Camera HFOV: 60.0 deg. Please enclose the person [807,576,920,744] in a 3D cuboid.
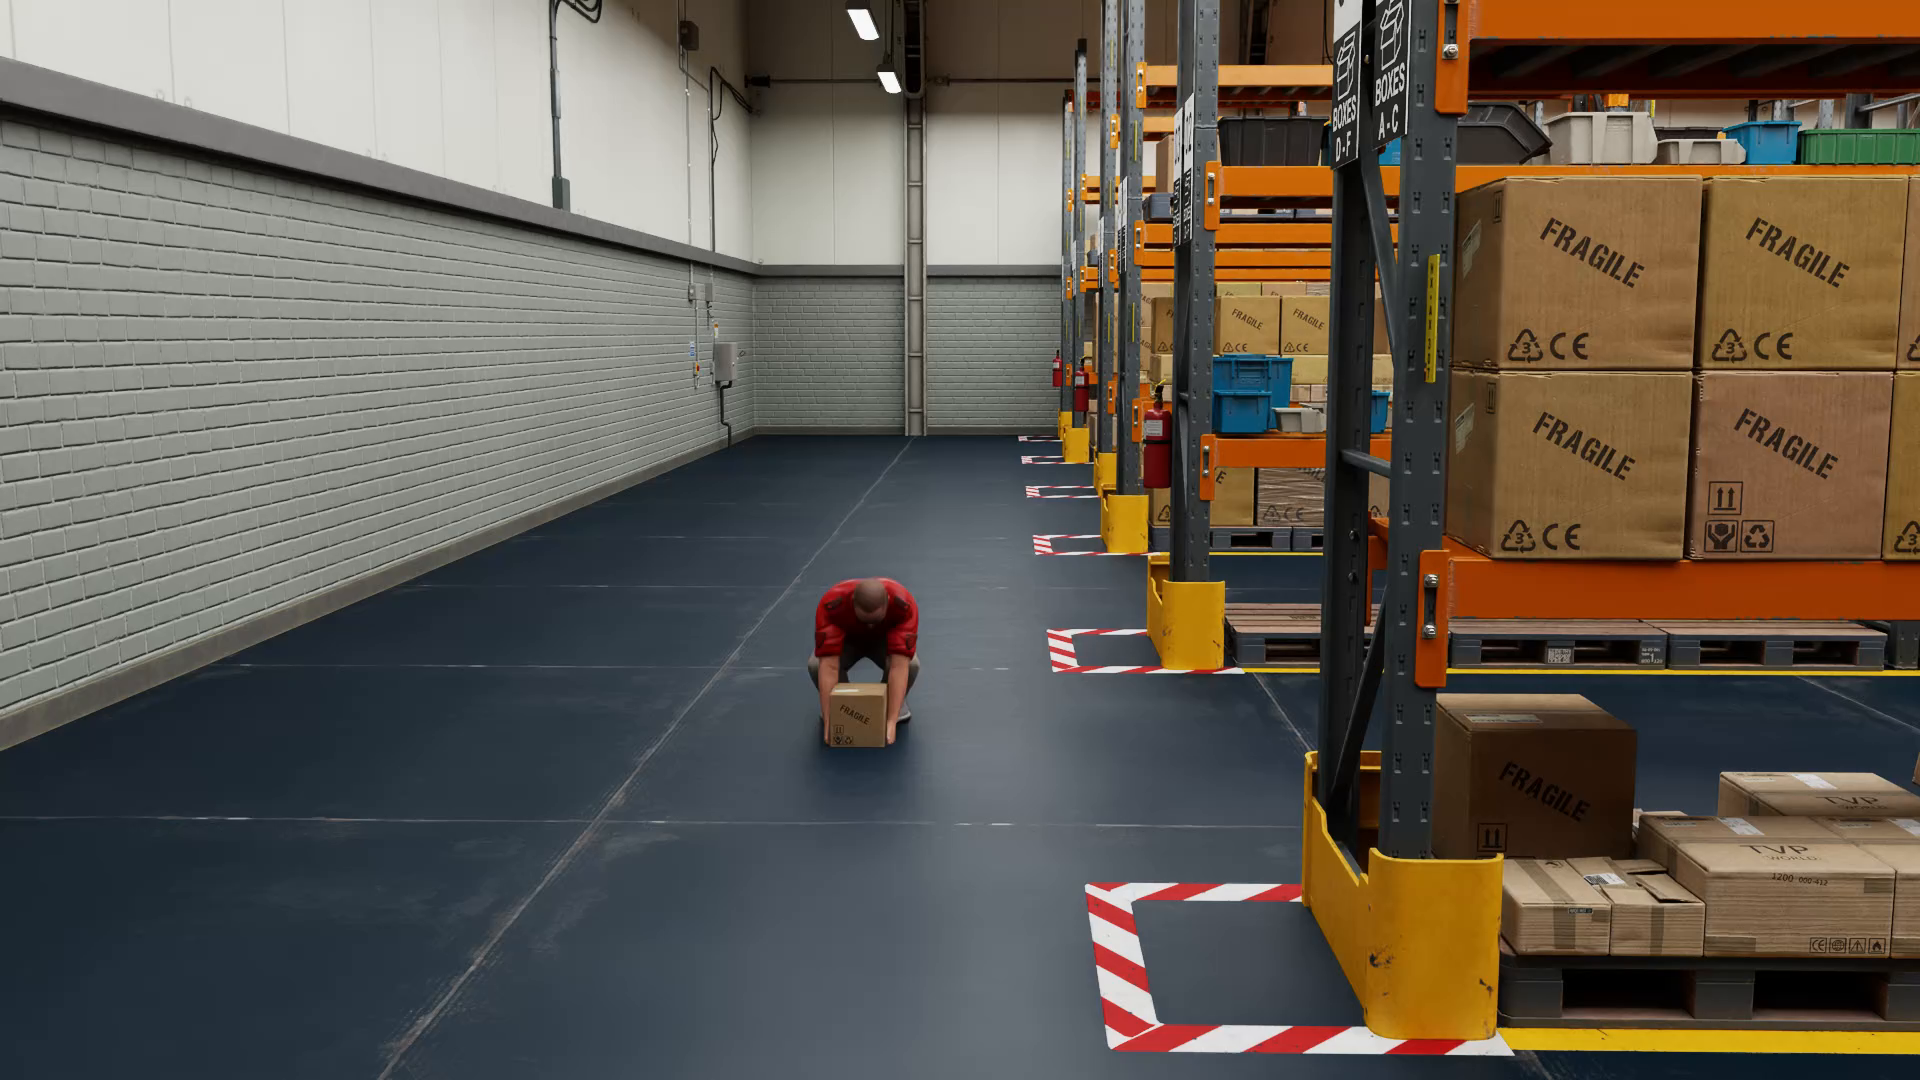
[{"bbox_3d":[-0.463,0.559,8.060,0.544,0.859,0.895,0,7,1],"label":"person"}]
